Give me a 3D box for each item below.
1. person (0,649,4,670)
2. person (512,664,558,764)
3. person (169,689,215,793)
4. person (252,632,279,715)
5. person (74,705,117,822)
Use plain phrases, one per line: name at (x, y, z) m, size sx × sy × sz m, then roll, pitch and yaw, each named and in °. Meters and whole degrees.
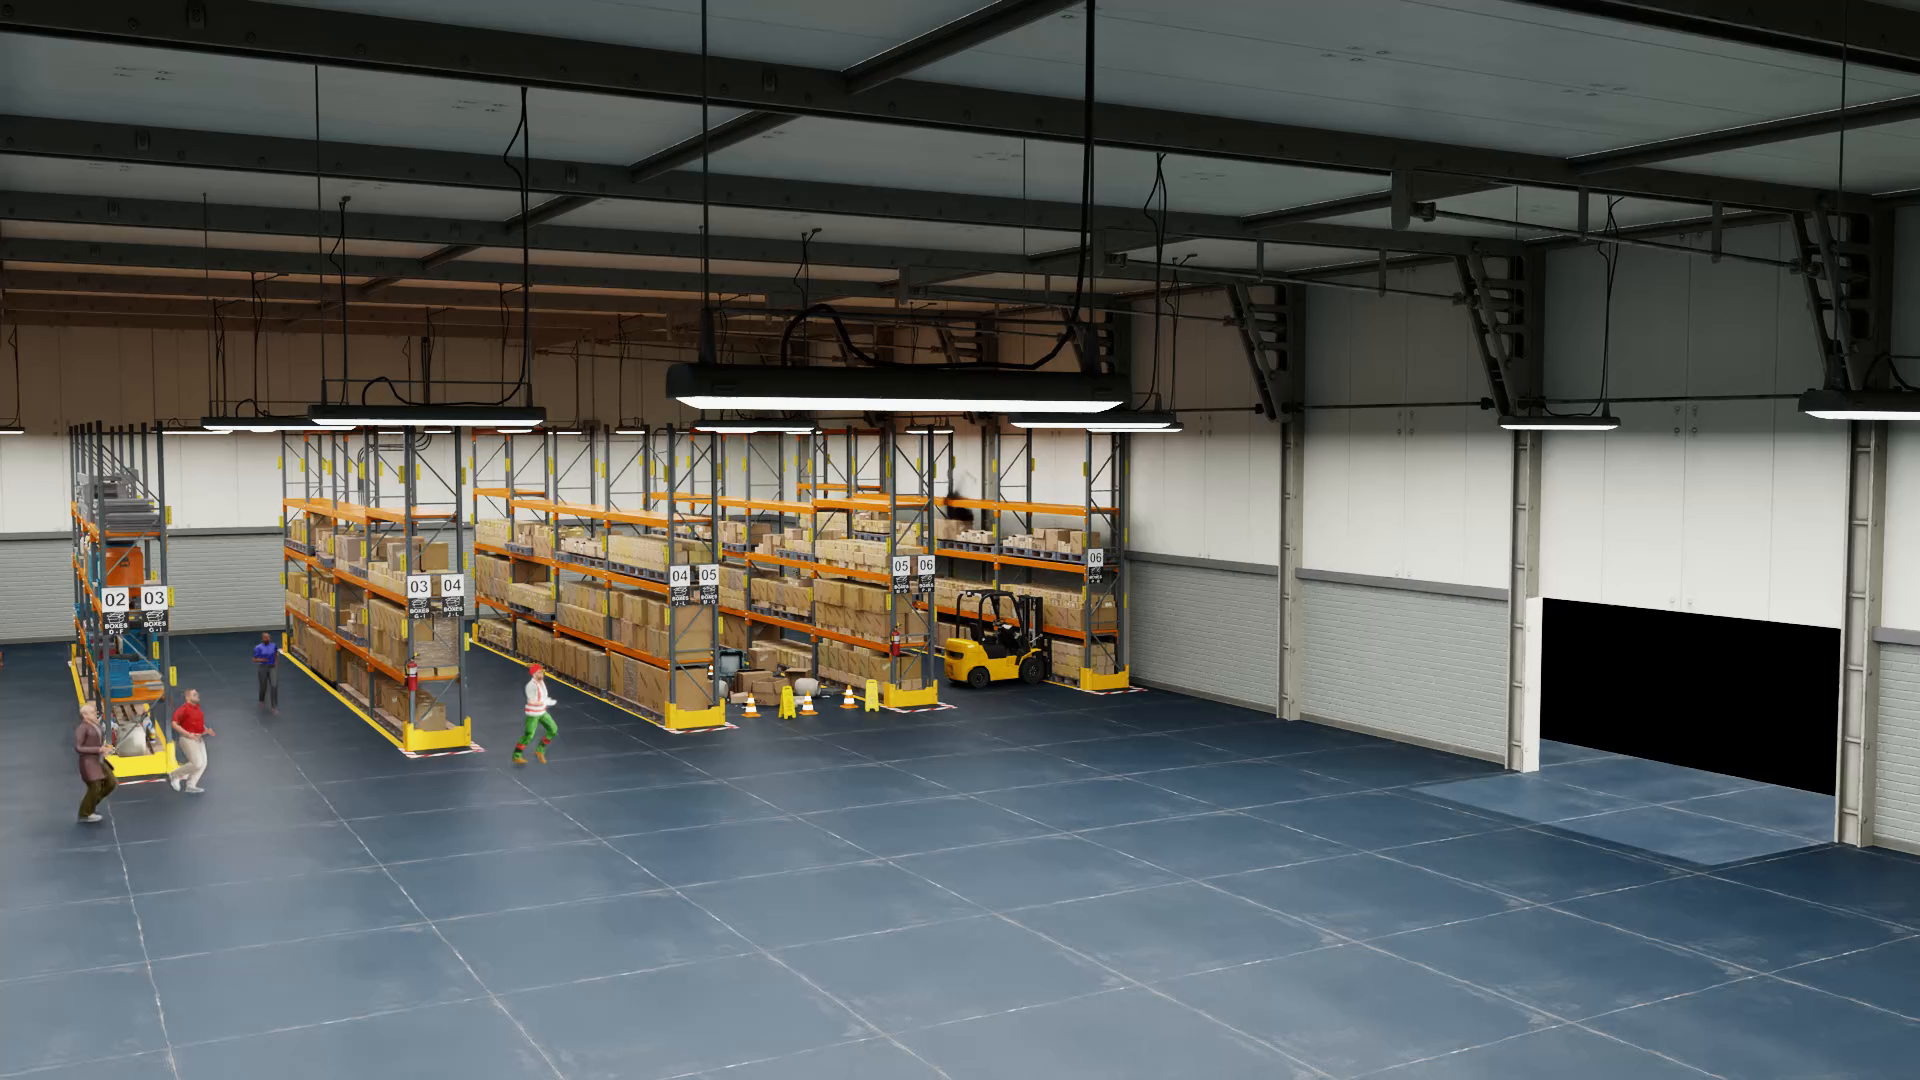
person at (-19.978, 2.732, 34.088) m, size 0.671 × 1.825 × 0.771 m, roll -3°, pitch 4°, yaw -36°
person at (-7.368, 3.032, 28.975) m, size 0.867 × 1.762 × 0.677 m, roll 1°, pitch 4°, yaw 17°
person at (-12.358, 3.229, 26.751) m, size 0.602 × 1.677 × 0.652 m, roll 0°, pitch 4°, yaw 3°
person at (-14.424, 2.755, 34.591) m, size 0.568 × 1.703 × 0.852 m, roll -3°, pitch 4°, yaw -35°
person at (-12.836, 3.314, 24.732) m, size 0.629 × 1.736 × 0.701 m, roll 0°, pitch 4°, yaw -2°
